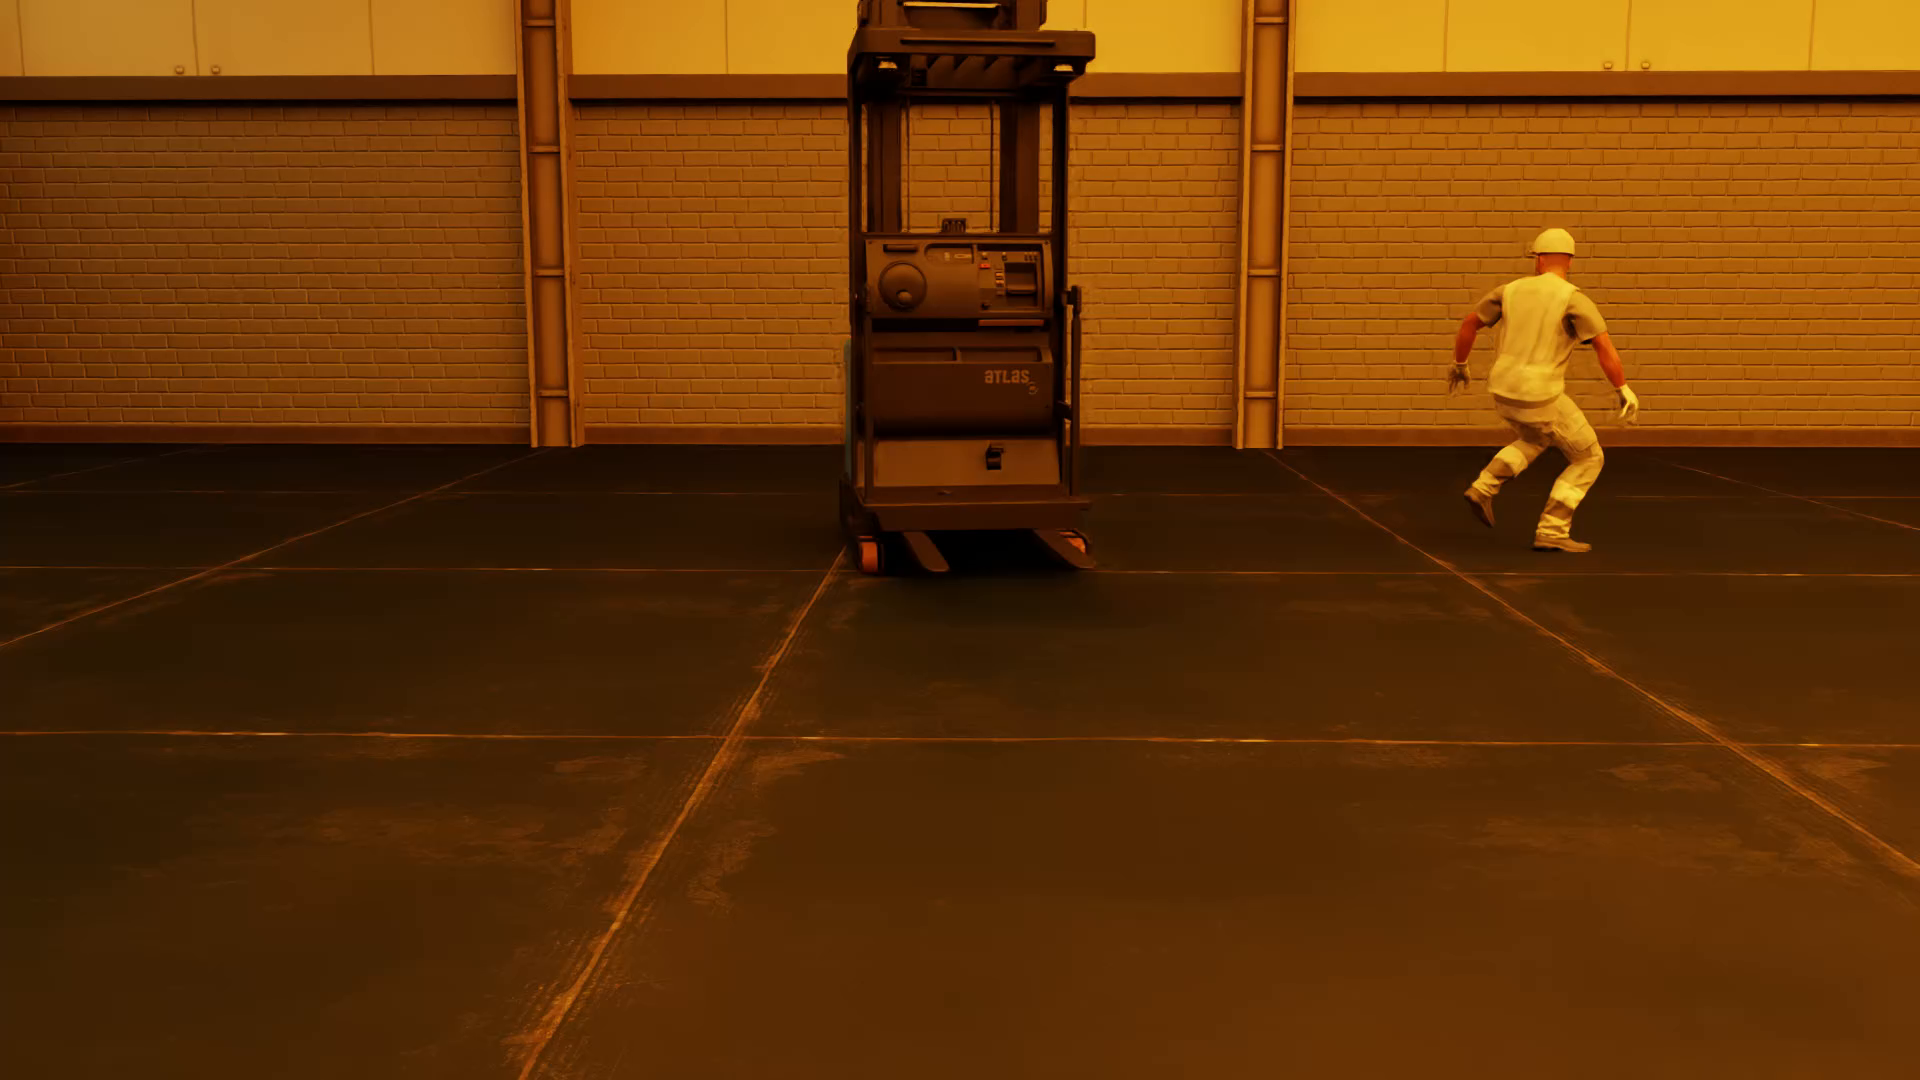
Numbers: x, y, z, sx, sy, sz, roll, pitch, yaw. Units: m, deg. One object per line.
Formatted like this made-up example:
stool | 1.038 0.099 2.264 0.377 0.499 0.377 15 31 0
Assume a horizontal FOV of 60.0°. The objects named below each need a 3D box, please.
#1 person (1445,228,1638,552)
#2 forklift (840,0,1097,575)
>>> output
person | 3.028 -0.784 8.706 0.555 1.666 0.908 -4 10 -25
forklift | 0.027 -1.337 8.045 1.130 2.935 3.031 -1 9 -7
